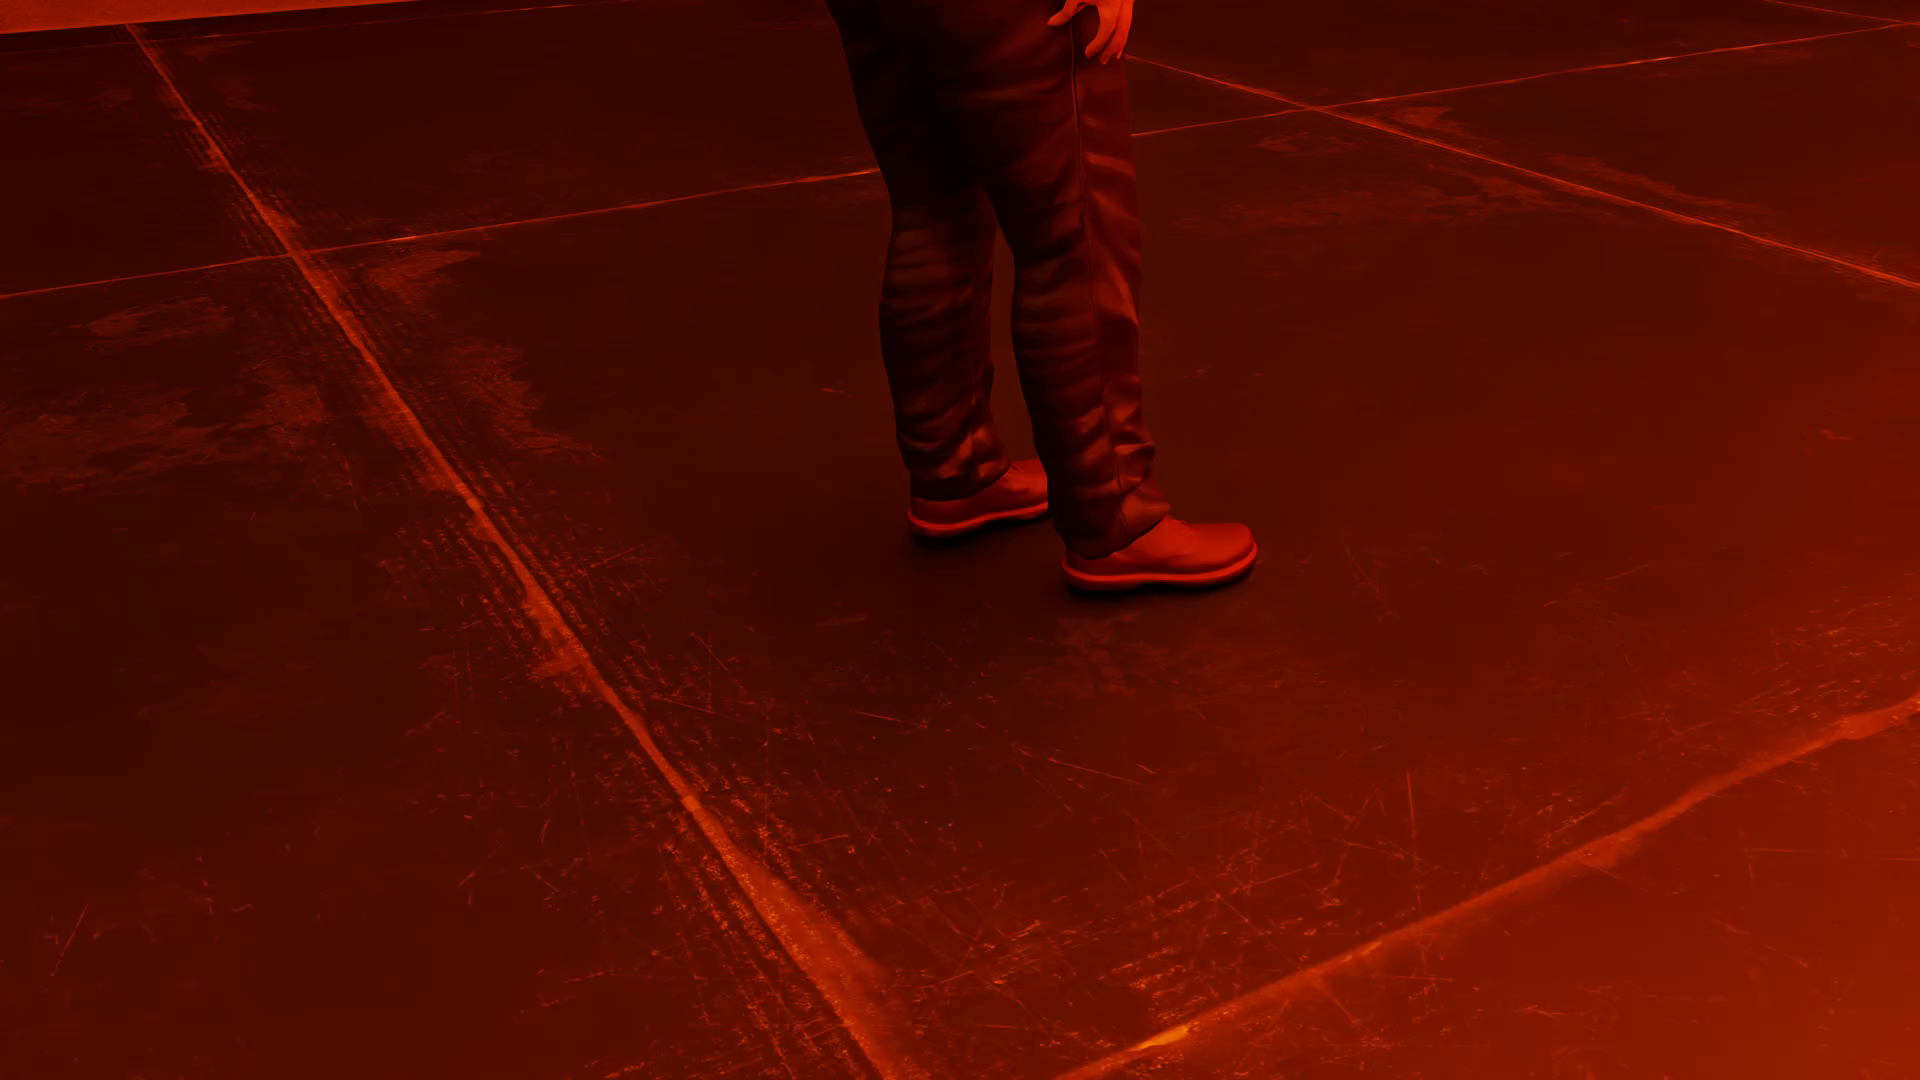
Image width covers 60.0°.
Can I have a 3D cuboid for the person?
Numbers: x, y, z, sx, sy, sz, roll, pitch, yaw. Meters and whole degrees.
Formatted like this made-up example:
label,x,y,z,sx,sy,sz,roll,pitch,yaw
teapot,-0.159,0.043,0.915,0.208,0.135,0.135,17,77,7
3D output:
label,x,y,z,sx,sy,sz,roll,pitch,yaw
person,0.090,-0.752,2.146,0.502,1.651,0.598,-15,30,-26
